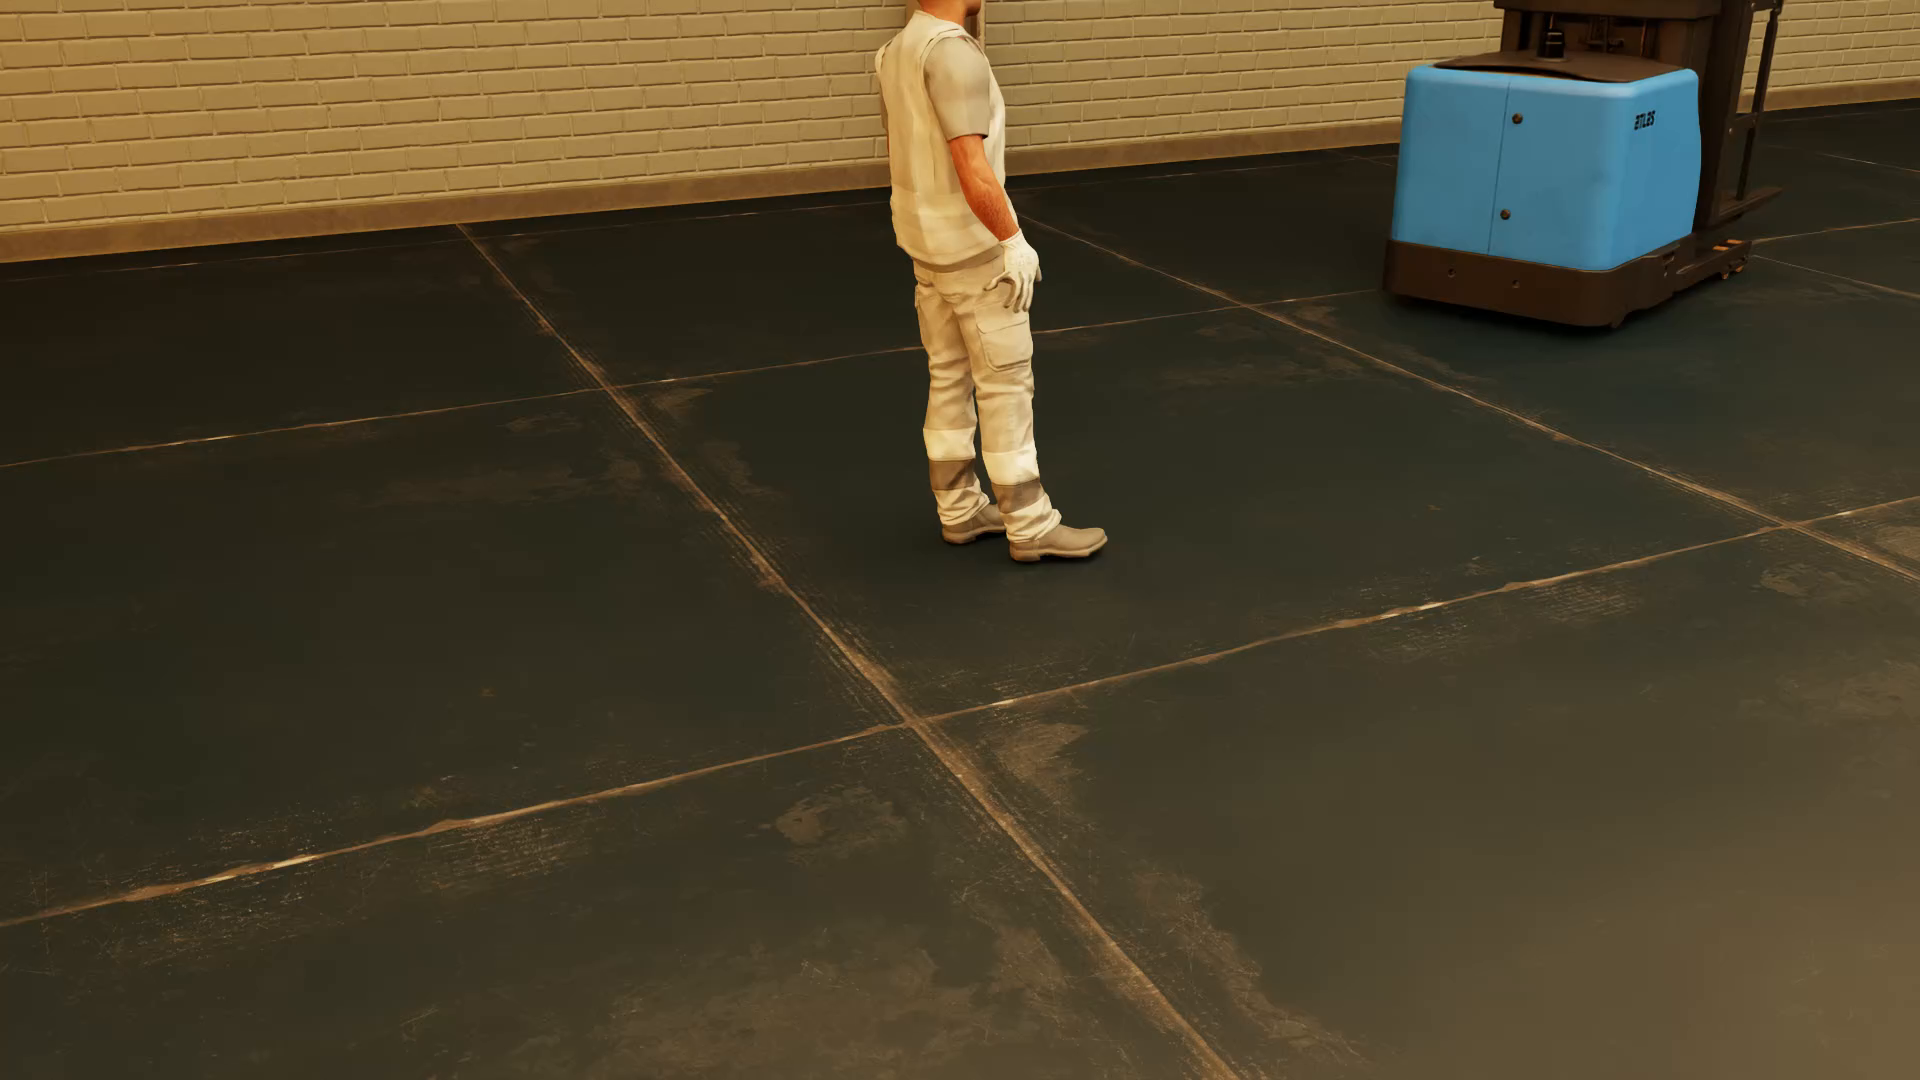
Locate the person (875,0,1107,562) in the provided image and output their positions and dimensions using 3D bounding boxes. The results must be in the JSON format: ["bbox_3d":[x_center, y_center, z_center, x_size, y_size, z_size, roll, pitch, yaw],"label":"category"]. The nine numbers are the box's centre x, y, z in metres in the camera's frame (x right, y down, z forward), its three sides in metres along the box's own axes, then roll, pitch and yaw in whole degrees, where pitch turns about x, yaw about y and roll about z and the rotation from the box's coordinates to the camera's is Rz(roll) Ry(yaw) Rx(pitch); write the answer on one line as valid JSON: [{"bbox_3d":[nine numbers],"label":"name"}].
[{"bbox_3d":[0.078,-0.842,4.782,0.562,1.790,0.637,-10,25,-23],"label":"person"}]

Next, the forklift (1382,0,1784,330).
[{"bbox_3d":[3.313,-2.750,7.906,1.130,2.935,3.031,19,29,38],"label":"forklift"}]
